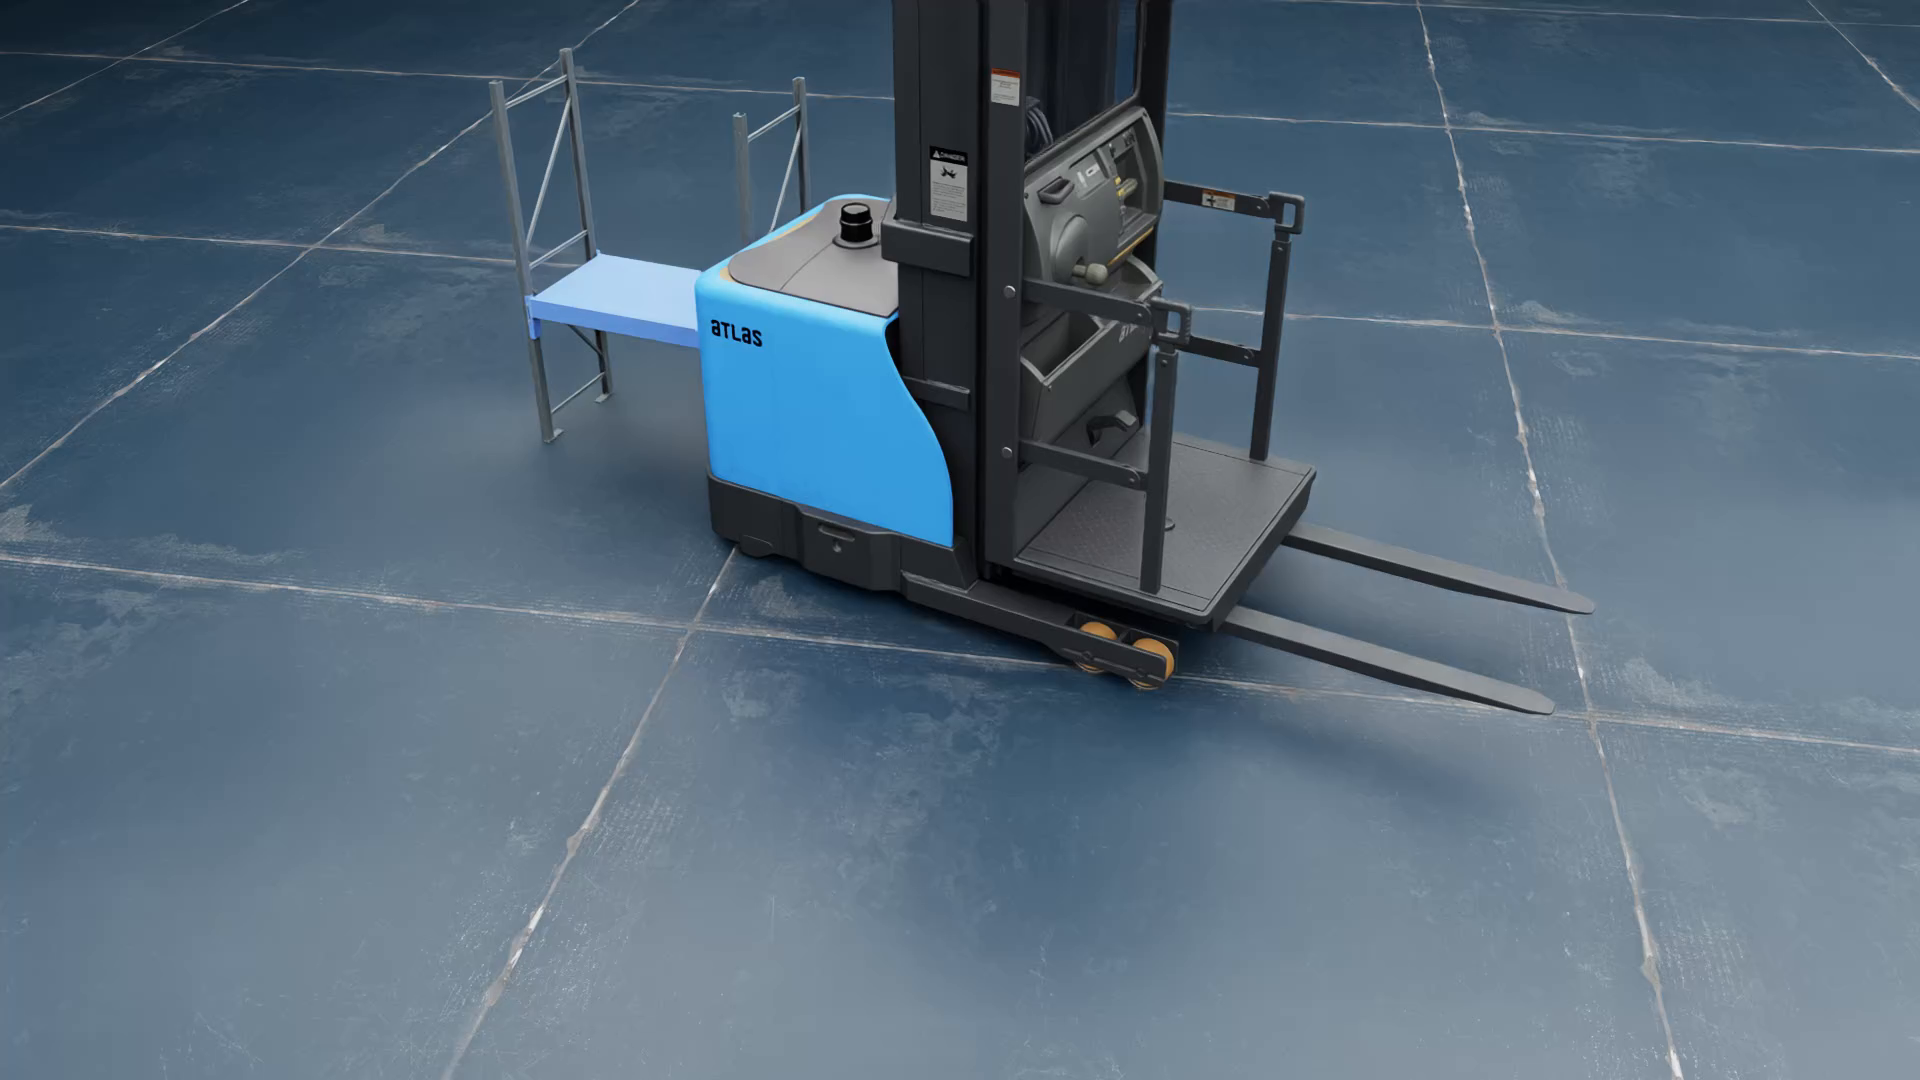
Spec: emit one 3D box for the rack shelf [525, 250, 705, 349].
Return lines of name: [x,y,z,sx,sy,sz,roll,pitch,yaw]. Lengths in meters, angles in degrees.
rack shelf: [-1.152,-0.907,6.625,1.000,0.185,0.538,12,34,19]

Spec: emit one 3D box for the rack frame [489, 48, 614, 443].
rack frame: [-1.623,-1.162,6.692,0.032,1.500,0.500,12,34,19]

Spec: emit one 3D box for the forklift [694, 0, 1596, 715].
forklift: [0.614,-1.073,5.202,3.031,2.935,1.130,16,36,24]

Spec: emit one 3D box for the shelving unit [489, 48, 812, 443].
shelving unit: [-1.152,-1.060,6.529,1.048,1.500,0.538,12,34,19]

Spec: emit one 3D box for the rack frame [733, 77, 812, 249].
rack frame: [-0.682,-0.957,6.366,0.032,1.500,0.500,12,34,19]
